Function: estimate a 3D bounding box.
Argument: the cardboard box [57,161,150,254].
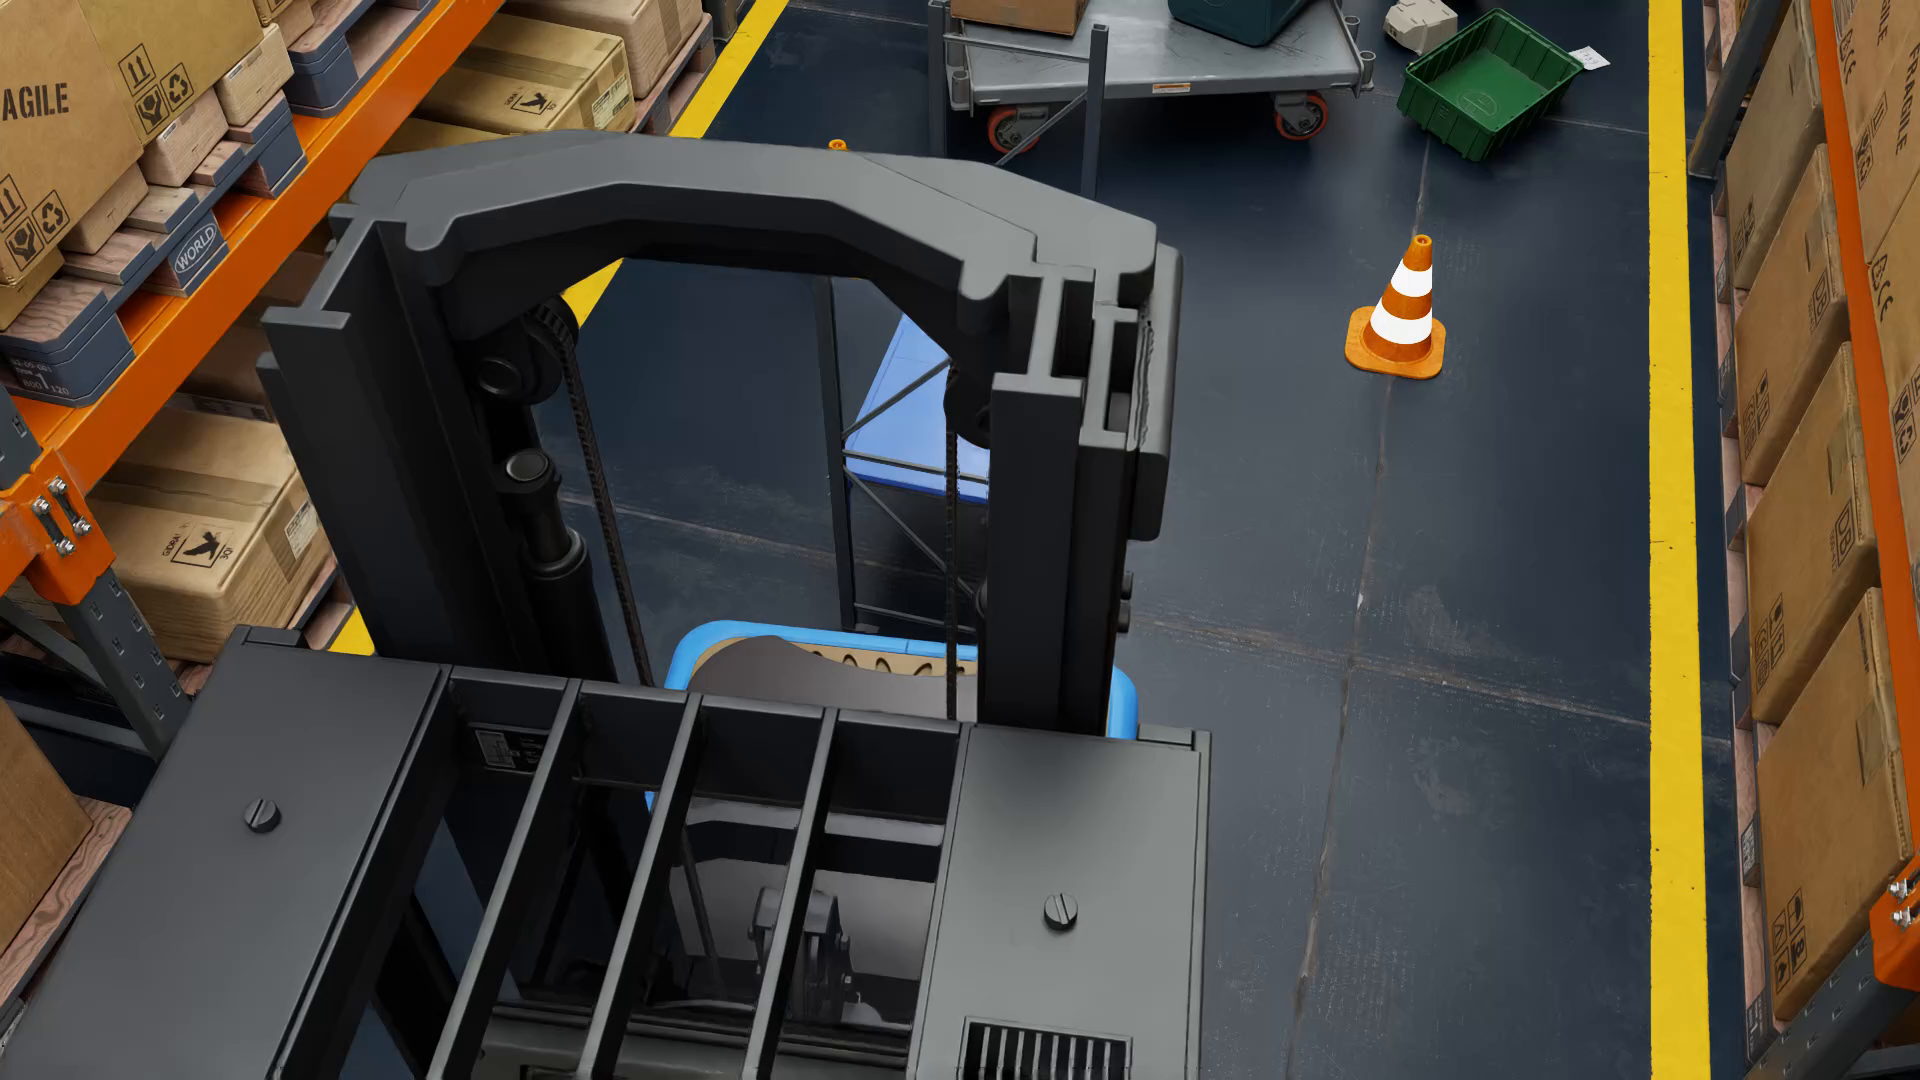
[{"bbox_3d":[-2.141,-0.819,3.860,0.380,0.149,0.250,9,49,8],"label":"cardboard box"}]

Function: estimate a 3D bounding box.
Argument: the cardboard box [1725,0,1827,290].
[{"bbox_3d":[3.266,-1.284,5.603,1.050,0.750,0.750,11,50,10],"label":"cardboard box"}]

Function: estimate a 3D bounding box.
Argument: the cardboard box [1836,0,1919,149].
[{"bbox_3d":[2.678,-1.336,4.362,0.500,0.500,0.500,11,50,10],"label":"cardboard box"}]

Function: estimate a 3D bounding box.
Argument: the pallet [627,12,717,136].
[{"bbox_3d":[-1.663,-1.774,6.675,1.003,0.211,1.213,12,50,10],"label":"pallet"}]

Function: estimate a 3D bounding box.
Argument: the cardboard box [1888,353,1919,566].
[{"bbox_3d":[2.282,-0.236,3.391,0.500,0.500,0.500,12,50,10],"label":"cardboard box"}]

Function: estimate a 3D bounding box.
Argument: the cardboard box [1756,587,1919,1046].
[{"bbox_3d":[2.537,0.719,3.835,1.050,0.750,0.750,11,49,10],"label":"cardboard box"}]

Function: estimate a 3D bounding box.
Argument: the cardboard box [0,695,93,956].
[{"bbox_3d":[-2.774,0.680,3.786,0.875,0.875,0.875,11,50,10],"label":"cardboard box"}]

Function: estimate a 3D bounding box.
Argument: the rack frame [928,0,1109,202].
[{"bbox_3d":[0.156,-0.926,5.067,0.500,1.500,0.032,12,50,10],"label":"rack frame"}]

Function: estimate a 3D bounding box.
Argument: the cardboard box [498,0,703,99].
[{"bbox_3d":[-1.595,-2.150,6.619,0.950,0.372,0.625,12,50,11],"label":"cardboard box"}]

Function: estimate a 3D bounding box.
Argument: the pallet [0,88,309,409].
[{"bbox_3d":[-2.427,-0.840,4.119,1.213,0.211,1.003,12,50,10],"label":"pallet"}]

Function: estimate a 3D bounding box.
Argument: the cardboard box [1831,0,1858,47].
[{"bbox_3d":[2.812,-1.697,4.680,0.500,0.500,0.500,12,50,10],"label":"cardboard box"}]

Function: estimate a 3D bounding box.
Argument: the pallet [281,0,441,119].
[{"bbox_3d":[-2.031,-1.744,4.916,1.003,0.211,1.213,12,50,10],"label":"pallet"}]

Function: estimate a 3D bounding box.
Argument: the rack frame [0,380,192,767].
[{"bbox_3d":[-2.512,-0.367,3.573,1.000,3.000,0.127,12,50,10],"label":"rack frame"}]

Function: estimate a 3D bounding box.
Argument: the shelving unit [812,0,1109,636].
[{"bbox_3d":[0.022,-0.558,4.742,0.538,1.500,1.048,12,50,10],"label":"shelving unit"}]

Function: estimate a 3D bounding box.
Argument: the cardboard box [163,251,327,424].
[{"bbox_3d":[-2.167,-0.579,5.233,0.950,0.372,0.625,11,49,9],"label":"cardboard box"}]

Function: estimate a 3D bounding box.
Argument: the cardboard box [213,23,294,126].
[{"bbox_3d":[-1.932,-1.203,4.198,0.380,0.149,0.250,12,50,10],"label":"cardboard box"}]

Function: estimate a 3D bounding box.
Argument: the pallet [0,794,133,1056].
[{"bbox_3d":[-2.792,1.111,4.129,1.003,0.211,1.213,12,50,10],"label":"pallet"}]

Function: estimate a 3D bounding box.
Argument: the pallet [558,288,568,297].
[{"bbox_3d":[-1.982,-0.889,5.894,1.003,0.211,1.213,12,50,10],"label":"pallet"}]

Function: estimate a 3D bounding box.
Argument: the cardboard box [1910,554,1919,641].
[{"bbox_3d":[2.149,0.125,3.073,0.500,0.500,0.500,12,50,10],"label":"cardboard box"}]

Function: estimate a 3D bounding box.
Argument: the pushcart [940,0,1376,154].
[{"bbox_3d":[0.753,-1.979,6.745,1.648,0.377,0.936,-4,49,-3],"label":"pushcart"}]

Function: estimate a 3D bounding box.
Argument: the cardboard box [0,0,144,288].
[{"bbox_3d":[-2.171,-0.917,3.514,0.500,0.500,0.500,10,49,9],"label":"cardboard box"}]

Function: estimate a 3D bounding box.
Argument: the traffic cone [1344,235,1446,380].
[{"bbox_3d":[1.533,-0.845,5.687,0.336,0.463,0.334,12,50,10],"label":"traffic cone"}]

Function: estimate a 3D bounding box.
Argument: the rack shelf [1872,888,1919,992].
[{"bbox_3d":[1.763,2.221,1.769,1.077,0.370,4.000,12,50,10],"label":"rack shelf"}]

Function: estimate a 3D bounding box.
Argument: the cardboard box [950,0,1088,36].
[{"bbox_3d":[0.266,-2.354,6.489,0.500,0.500,0.500,12,50,10],"label":"cardboard box"}]

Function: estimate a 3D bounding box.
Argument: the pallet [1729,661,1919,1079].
[{"bbox_3d":[2.570,0.904,4.311,1.003,0.211,1.213,12,50,10],"label":"pallet"}]

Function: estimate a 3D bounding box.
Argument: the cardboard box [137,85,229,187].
[{"bbox_3d":[-2.024,-1.008,4.026,0.380,0.149,0.250,9,49,8],"label":"cardboard box"}]

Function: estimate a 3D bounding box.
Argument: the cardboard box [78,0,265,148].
[{"bbox_3d":[-2.040,-1.296,3.848,0.500,0.500,0.500,14,50,12],"label":"cardboard box"}]

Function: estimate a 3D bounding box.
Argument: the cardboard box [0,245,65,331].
[{"bbox_3d":[-2.247,-0.621,3.685,0.380,0.149,0.250,9,49,8],"label":"cardboard box"}]

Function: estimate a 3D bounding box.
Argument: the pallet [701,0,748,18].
[{"bbox_3d":[-1.317,-2.830,7.607,1.003,0.211,1.213,12,50,10],"label":"pallet"}]

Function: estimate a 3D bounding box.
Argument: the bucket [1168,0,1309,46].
[{"bbox_3d":[1.154,-2.330,6.475,0.726,0.611,0.620,28,64,22],"label":"bucket"}]

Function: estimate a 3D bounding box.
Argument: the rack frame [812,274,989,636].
[{"bbox_3d":[-0.111,-0.190,4.418,0.500,1.500,0.032,12,50,10],"label":"rack frame"}]

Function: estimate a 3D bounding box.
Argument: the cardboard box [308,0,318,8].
[{"bbox_3d":[-1.907,-1.605,4.553,0.380,0.149,0.250,13,50,12],"label":"cardboard box"}]

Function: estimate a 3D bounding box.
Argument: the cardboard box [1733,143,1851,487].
[{"bbox_3d":[3.008,-0.587,4.988,1.050,0.750,0.750,12,50,10],"label":"cardboard box"}]

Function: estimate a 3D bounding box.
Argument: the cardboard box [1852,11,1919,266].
[{"bbox_3d":[2.544,-0.969,4.038,0.500,0.500,0.500,12,50,11],"label":"cardboard box"}]

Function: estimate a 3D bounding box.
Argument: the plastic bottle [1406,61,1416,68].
[{"bbox_3d":[1.959,-1.882,6.870,0.133,0.061,0.283,-11,50,-10],"label":"plastic bottle"}]

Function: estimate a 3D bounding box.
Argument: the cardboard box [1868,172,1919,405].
[{"bbox_3d":[2.414,-0.597,3.710,0.500,0.500,0.500,11,49,9],"label":"cardboard box"}]

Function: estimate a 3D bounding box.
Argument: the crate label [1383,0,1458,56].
[{"bbox_3d":[1.973,-2.209,7.108,0.298,0.136,0.250,-19,51,-16],"label":"crate label"}]

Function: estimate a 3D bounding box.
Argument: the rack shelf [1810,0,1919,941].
[{"bbox_3d":[2.816,-0.672,4.322,1.077,0.370,4.000,12,50,10],"label":"rack shelf"}]

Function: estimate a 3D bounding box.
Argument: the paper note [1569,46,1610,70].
[{"bbox_3d":[2.646,-2.039,7.029,0.147,0.020,0.142,-19,51,-16],"label":"paper note"}]

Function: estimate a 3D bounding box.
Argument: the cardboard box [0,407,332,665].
[{"bbox_3d":[-2.354,-0.043,4.760,0.950,0.372,0.625,9,49,7],"label":"cardboard box"}]

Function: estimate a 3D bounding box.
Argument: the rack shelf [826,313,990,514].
[{"bbox_3d":[0.022,-0.439,4.877,0.538,0.185,1.000,12,50,10],"label":"rack shelf"}]

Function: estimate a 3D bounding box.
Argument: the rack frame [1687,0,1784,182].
[{"bbox_3d":[3.343,-2.357,5.329,1.000,3.000,0.127,12,50,10],"label":"rack frame"}]

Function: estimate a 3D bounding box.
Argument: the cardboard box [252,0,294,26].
[{"bbox_3d":[-1.907,-1.681,4.188,0.500,0.500,0.500,12,50,11],"label":"cardboard box"}]

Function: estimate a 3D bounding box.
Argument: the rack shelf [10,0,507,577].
[{"bbox_3d":[-1.986,-1.576,5.120,1.077,0.370,4.000,12,50,10],"label":"rack shelf"}]

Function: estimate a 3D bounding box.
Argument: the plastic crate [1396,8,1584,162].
[{"bbox_3d":[2.124,-1.829,6.701,0.662,0.188,0.450,-37,68,-28],"label":"plastic crate"}]

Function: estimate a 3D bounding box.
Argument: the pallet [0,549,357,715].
[{"bbox_3d":[-2.305,-0.009,5.117,1.003,0.211,1.213,12,50,10],"label":"pallet"}]

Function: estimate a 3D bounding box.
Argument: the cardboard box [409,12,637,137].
[{"bbox_3d":[-1.781,-1.629,6.160,0.950,0.372,0.625,14,50,12],"label":"cardboard box"}]

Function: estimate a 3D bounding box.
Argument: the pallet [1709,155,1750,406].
[{"bbox_3d":[3.212,-0.861,5.869,1.003,0.211,1.213,12,50,10],"label":"pallet"}]

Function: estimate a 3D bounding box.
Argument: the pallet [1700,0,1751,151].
[{"bbox_3d":[3.618,-1.968,6.847,1.003,0.211,1.213,12,50,10],"label":"pallet"}]

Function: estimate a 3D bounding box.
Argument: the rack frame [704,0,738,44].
[{"bbox_3d":[-1.459,-3.260,6.127,1.000,3.000,0.127,12,50,10],"label":"rack frame"}]

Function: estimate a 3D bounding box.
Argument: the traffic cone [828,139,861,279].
[{"bbox_3d":[-0.435,-1.248,6.043,0.336,0.463,0.334,12,50,10],"label":"traffic cone"}]

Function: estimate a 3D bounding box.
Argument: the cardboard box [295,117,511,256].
[{"bbox_3d":[-1.962,-1.126,5.716,0.950,0.372,0.625,13,50,11],"label":"cardboard box"}]

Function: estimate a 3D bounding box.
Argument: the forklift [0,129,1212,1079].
[{"bbox_3d":[-0.310,1.054,2.365,1.130,2.935,3.031,6,49,5],"label":"forklift"}]

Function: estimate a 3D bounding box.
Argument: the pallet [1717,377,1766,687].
[{"bbox_3d":[2.893,0.024,5.088,1.003,0.211,1.213,12,50,10],"label":"pallet"}]

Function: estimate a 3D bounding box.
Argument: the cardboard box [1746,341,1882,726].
[{"bbox_3d":[2.764,0.086,4.394,1.050,0.750,0.750,12,50,11],"label":"cardboard box"}]

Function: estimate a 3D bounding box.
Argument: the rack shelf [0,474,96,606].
[{"bbox_3d":[-3.039,1.318,2.566,1.077,0.370,4.000,12,50,10],"label":"rack shelf"}]

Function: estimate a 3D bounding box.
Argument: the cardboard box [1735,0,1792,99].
[{"bbox_3d":[3.576,-2.234,6.358,0.875,0.875,0.875,12,50,11],"label":"cardboard box"}]

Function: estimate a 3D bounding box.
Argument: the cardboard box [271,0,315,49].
[{"bbox_3d":[-1.944,-1.393,4.366,0.380,0.149,0.250,14,50,12],"label":"cardboard box"}]
